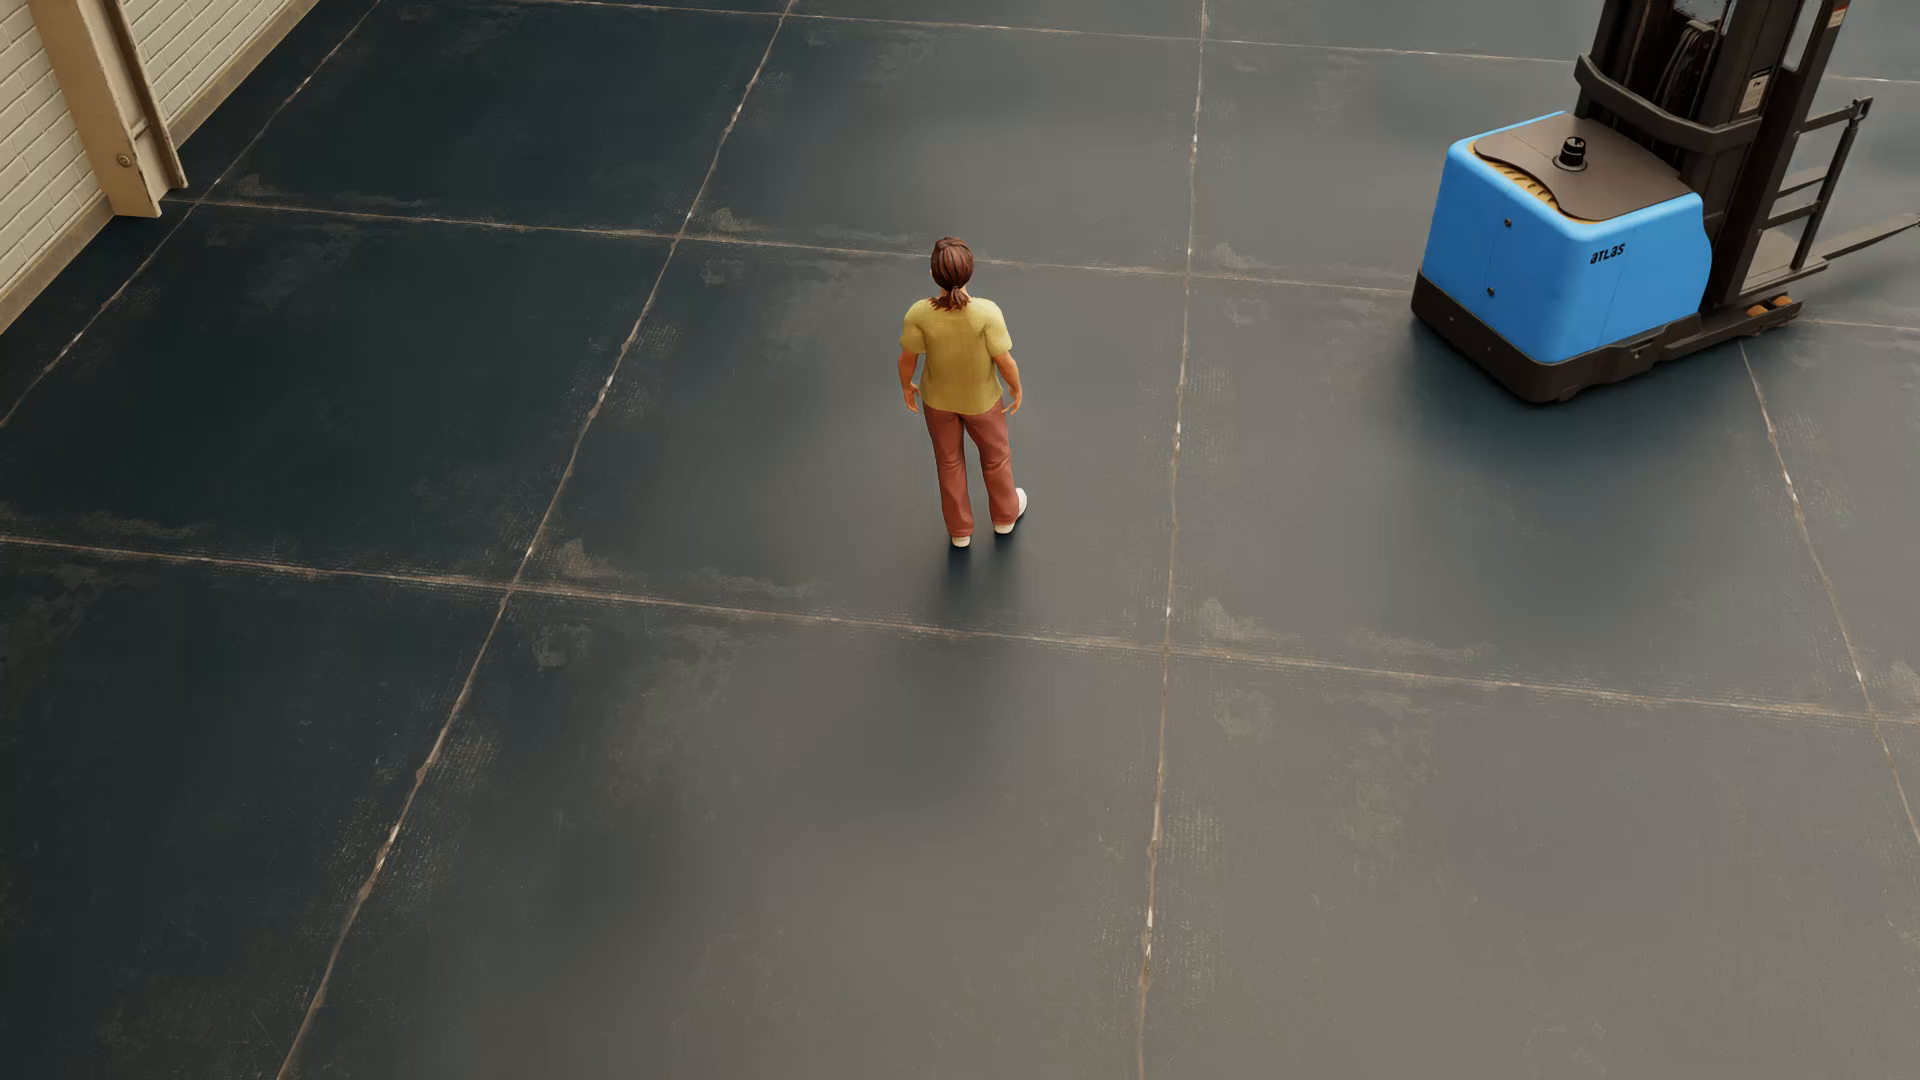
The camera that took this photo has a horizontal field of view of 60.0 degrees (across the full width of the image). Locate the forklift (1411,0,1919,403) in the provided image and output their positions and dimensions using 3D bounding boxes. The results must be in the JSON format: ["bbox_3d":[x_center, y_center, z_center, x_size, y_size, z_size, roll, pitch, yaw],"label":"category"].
[{"bbox_3d":[4.038,-2.493,8.438,3.031,2.935,1.130,-19,46,-20],"label":"forklift"}]

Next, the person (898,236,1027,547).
[{"bbox_3d":[0.022,-0.671,7.371,0.553,1.675,0.549,5,43,6],"label":"person"}]
